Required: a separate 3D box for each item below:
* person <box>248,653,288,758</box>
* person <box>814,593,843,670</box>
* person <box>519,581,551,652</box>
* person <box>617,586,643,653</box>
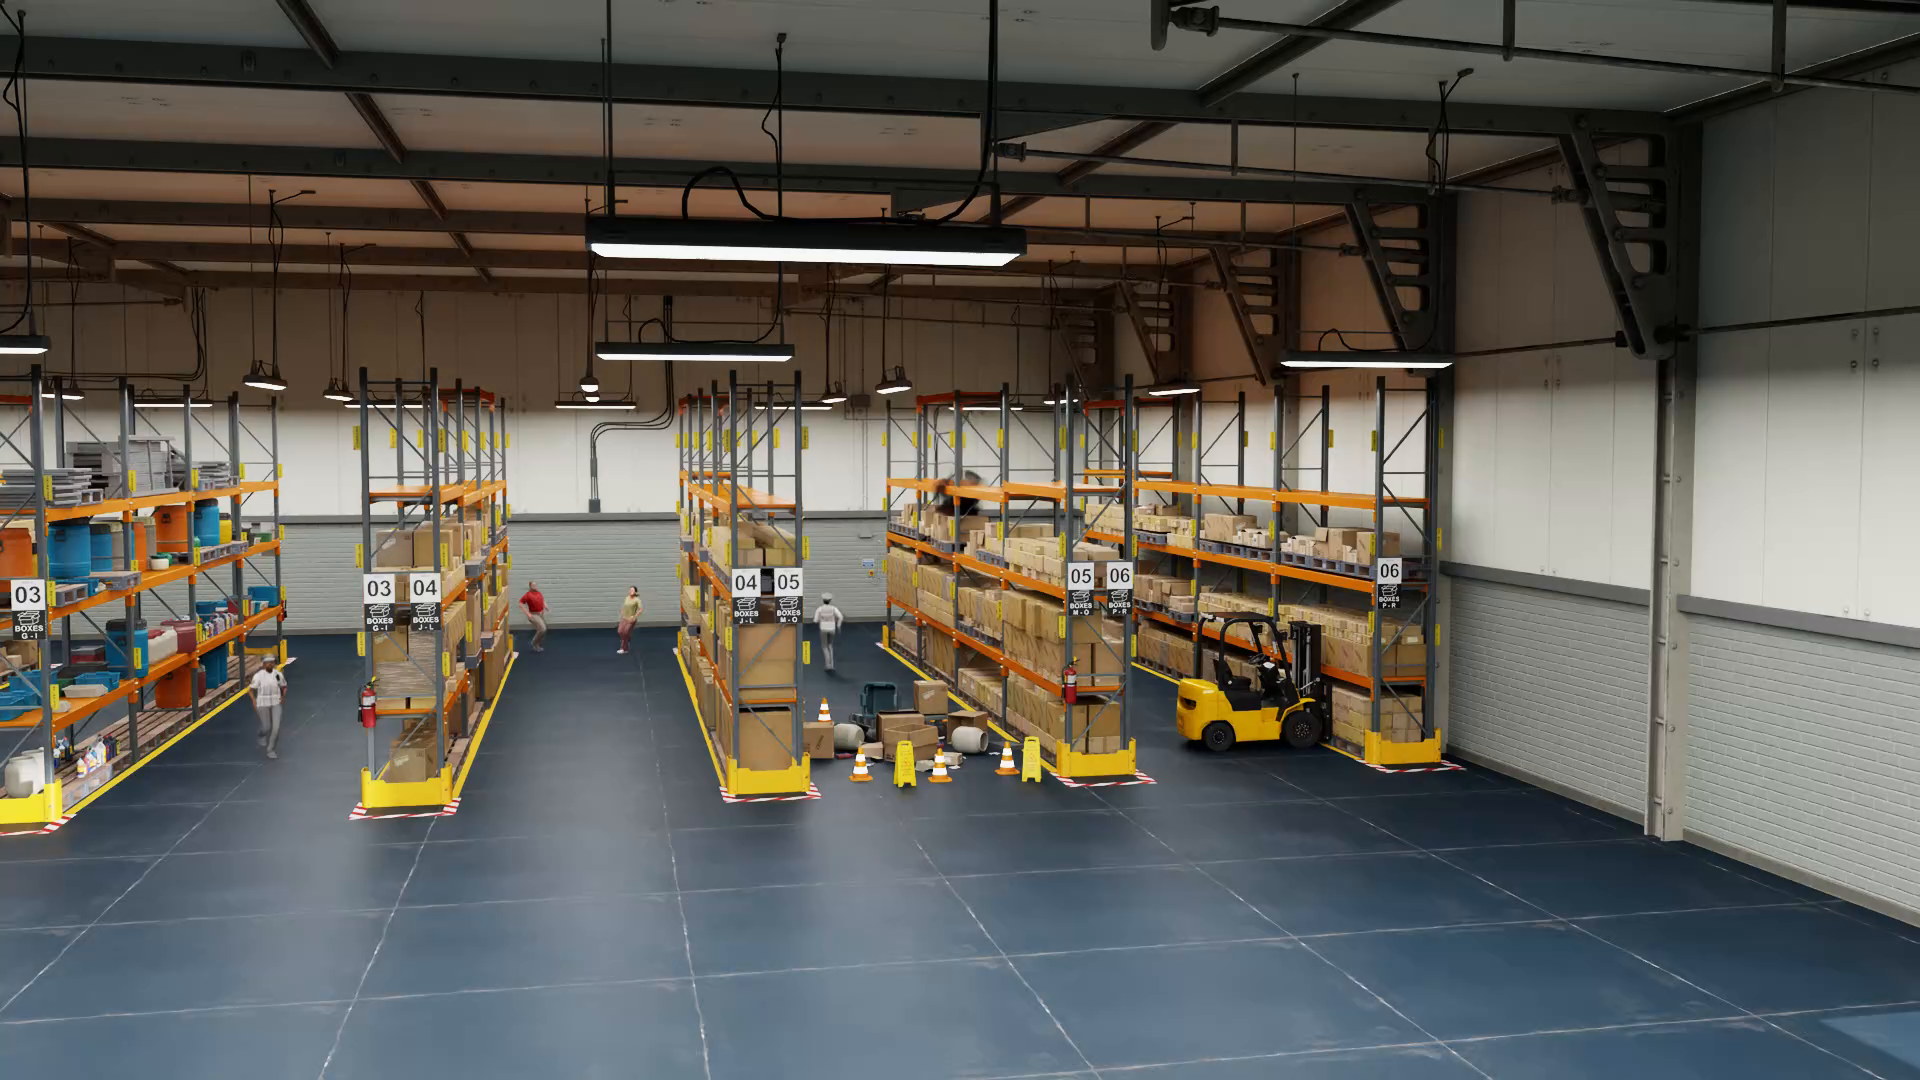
[{"bbox_3d":[-10.946,2.617,26.357,0.581,1.655,0.560,-2,4,-34],"label":"person"},{"bbox_3d":[-2.882,2.012,36.156,0.579,1.725,0.700,-1,4,-20],"label":"person"},{"bbox_3d":[-10.024,1.820,39.394,0.566,1.689,0.737,2,4,24],"label":"person"},{"bbox_3d":[-7.772,1.882,39.080,0.613,1.582,0.519,1,4,21],"label":"person"}]
